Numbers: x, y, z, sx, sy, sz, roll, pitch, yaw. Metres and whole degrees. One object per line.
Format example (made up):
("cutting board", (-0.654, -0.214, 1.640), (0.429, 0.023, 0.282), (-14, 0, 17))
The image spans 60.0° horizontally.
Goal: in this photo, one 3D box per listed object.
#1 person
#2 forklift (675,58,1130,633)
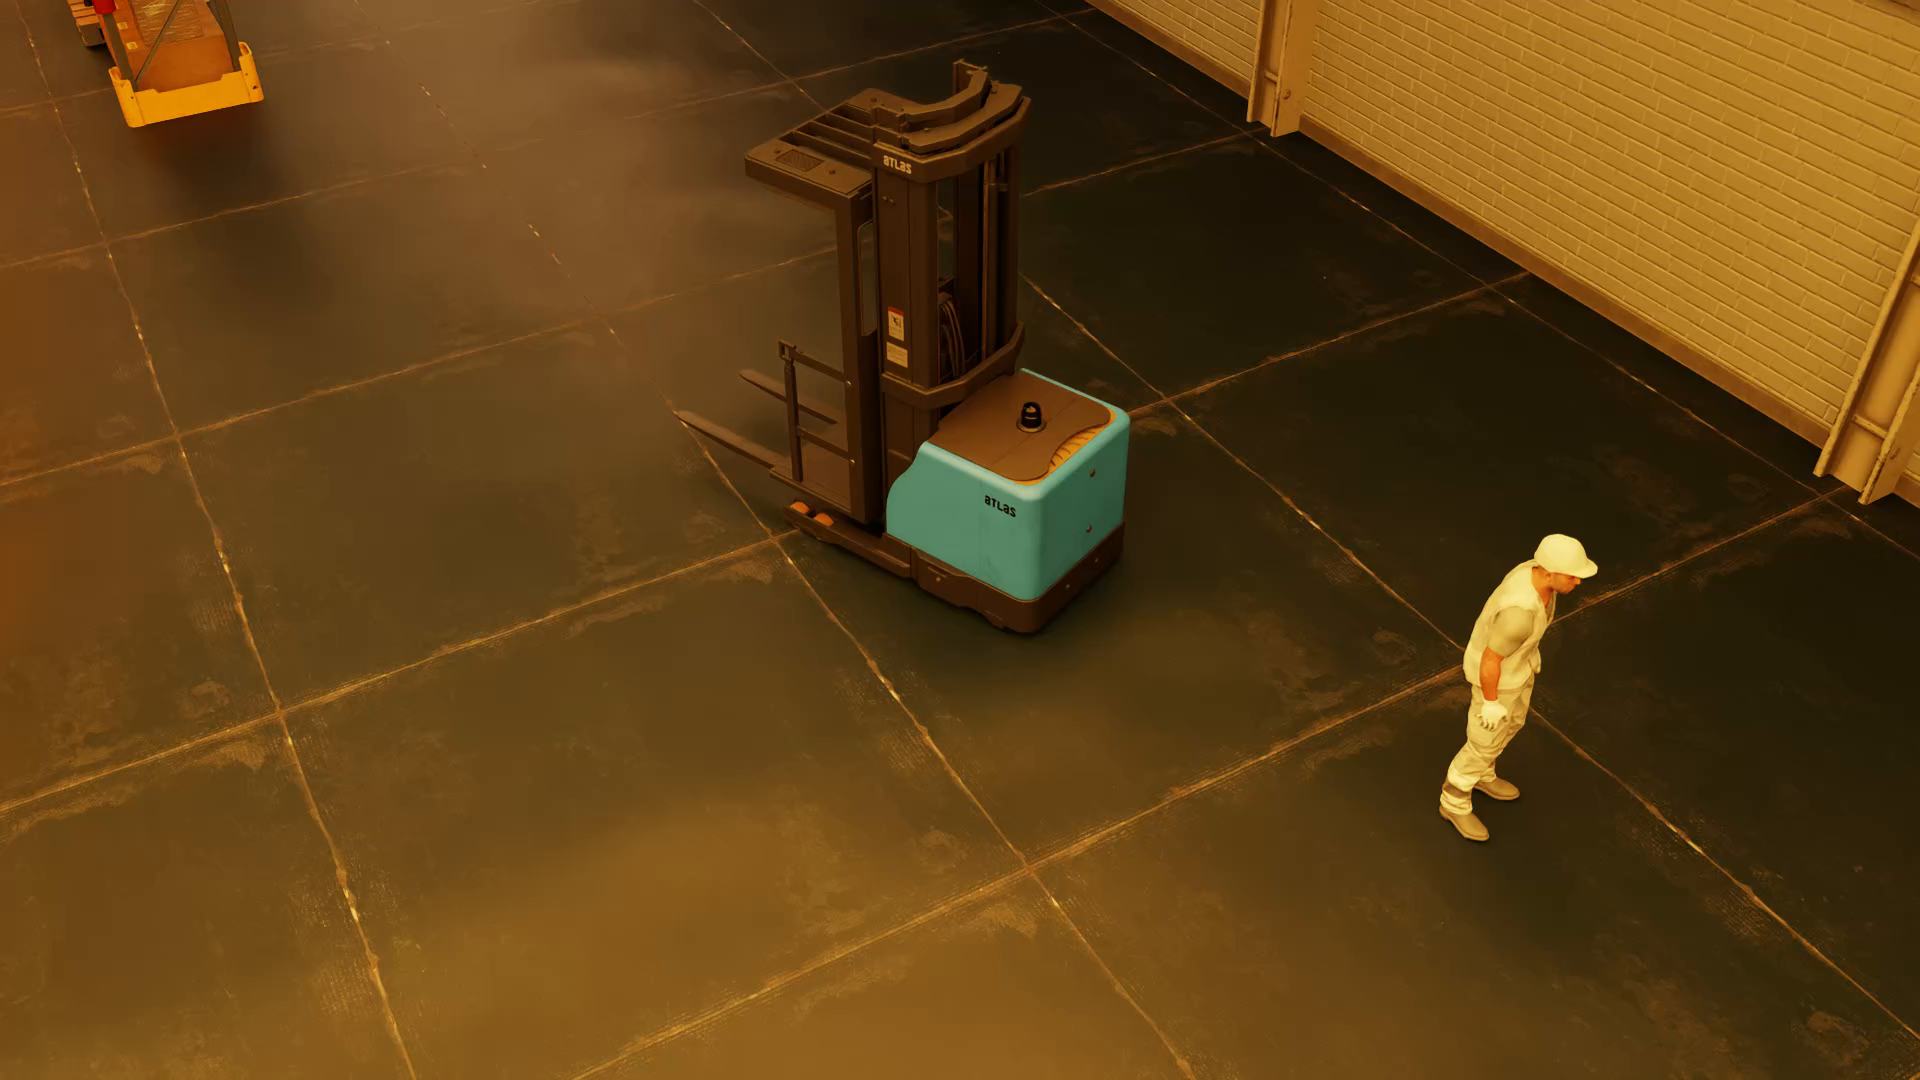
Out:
("person", (2.690, 0.674, 8.130), (0.451, 1.778, 0.601), (25, 46, 27))
("forklift", (-0.481, -1.366, 9.683), (3.031, 2.935, 1.130), (26, 46, 28))
